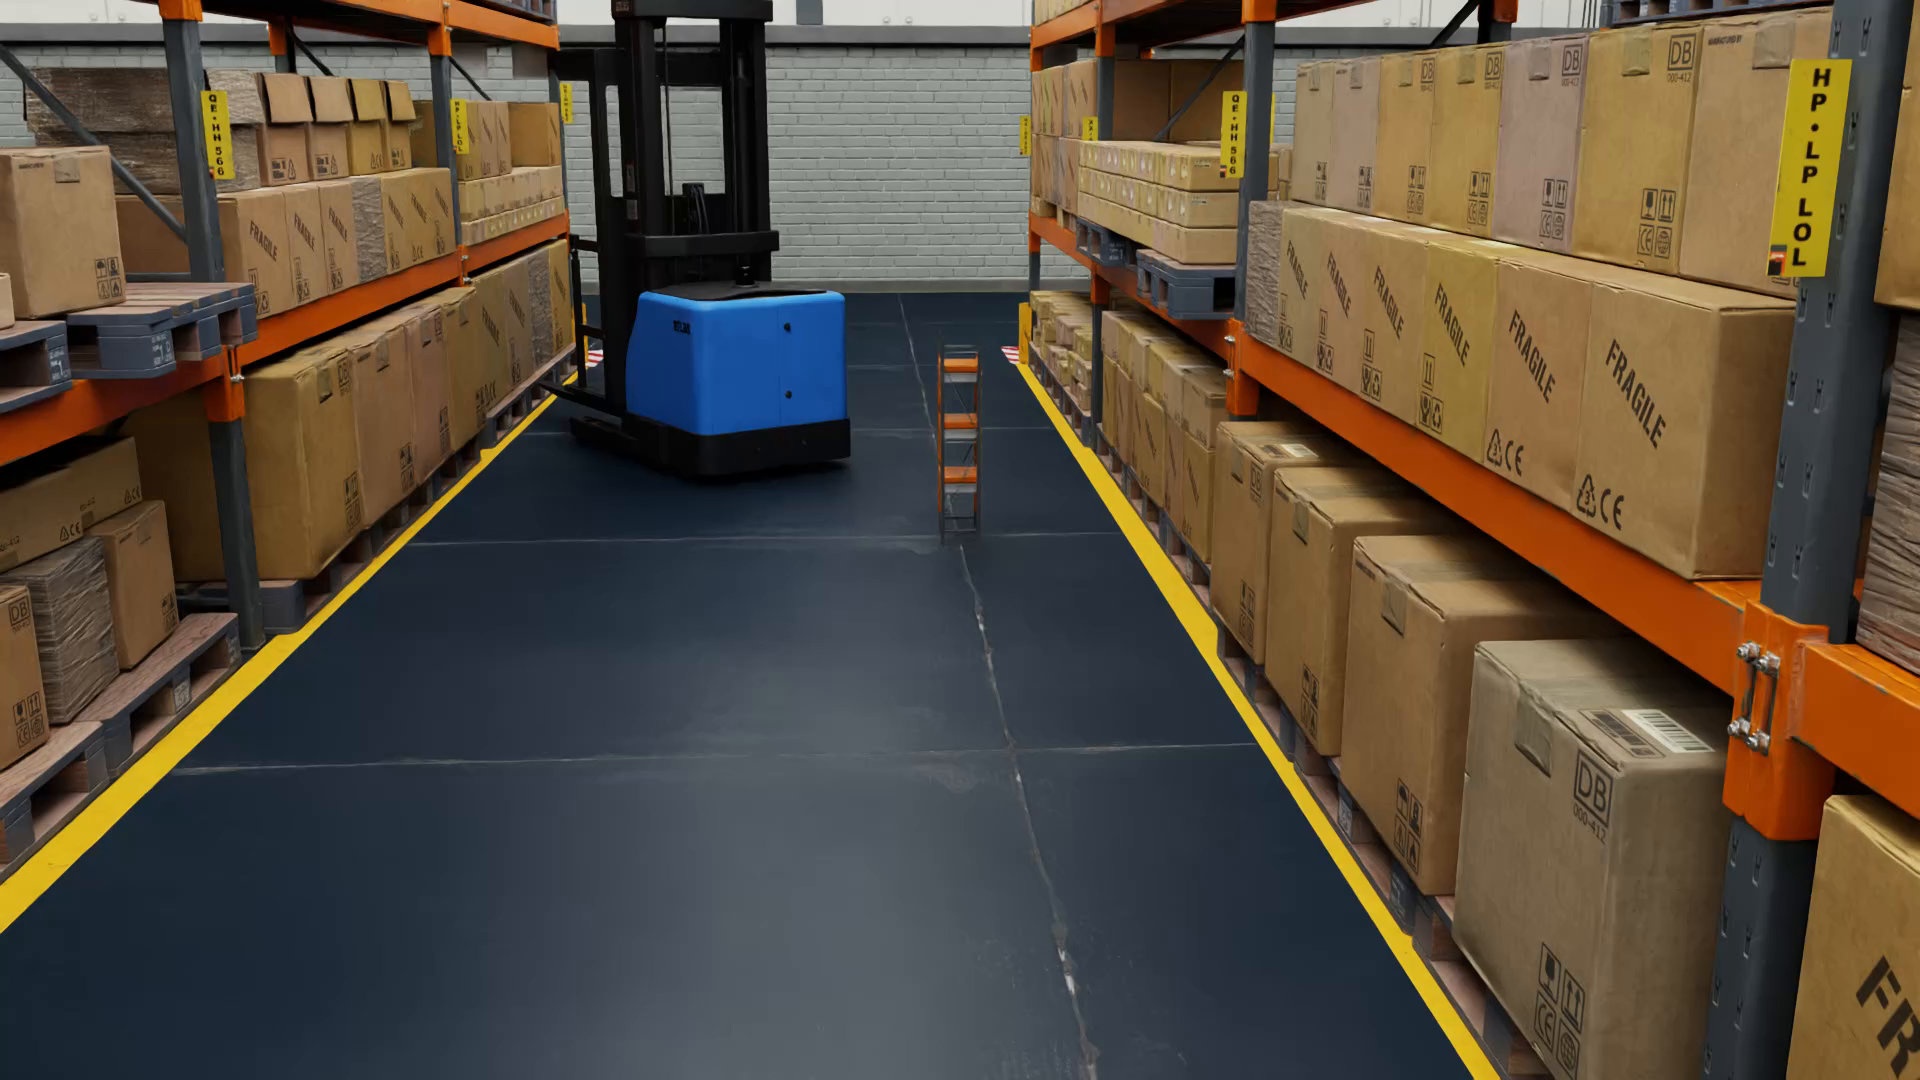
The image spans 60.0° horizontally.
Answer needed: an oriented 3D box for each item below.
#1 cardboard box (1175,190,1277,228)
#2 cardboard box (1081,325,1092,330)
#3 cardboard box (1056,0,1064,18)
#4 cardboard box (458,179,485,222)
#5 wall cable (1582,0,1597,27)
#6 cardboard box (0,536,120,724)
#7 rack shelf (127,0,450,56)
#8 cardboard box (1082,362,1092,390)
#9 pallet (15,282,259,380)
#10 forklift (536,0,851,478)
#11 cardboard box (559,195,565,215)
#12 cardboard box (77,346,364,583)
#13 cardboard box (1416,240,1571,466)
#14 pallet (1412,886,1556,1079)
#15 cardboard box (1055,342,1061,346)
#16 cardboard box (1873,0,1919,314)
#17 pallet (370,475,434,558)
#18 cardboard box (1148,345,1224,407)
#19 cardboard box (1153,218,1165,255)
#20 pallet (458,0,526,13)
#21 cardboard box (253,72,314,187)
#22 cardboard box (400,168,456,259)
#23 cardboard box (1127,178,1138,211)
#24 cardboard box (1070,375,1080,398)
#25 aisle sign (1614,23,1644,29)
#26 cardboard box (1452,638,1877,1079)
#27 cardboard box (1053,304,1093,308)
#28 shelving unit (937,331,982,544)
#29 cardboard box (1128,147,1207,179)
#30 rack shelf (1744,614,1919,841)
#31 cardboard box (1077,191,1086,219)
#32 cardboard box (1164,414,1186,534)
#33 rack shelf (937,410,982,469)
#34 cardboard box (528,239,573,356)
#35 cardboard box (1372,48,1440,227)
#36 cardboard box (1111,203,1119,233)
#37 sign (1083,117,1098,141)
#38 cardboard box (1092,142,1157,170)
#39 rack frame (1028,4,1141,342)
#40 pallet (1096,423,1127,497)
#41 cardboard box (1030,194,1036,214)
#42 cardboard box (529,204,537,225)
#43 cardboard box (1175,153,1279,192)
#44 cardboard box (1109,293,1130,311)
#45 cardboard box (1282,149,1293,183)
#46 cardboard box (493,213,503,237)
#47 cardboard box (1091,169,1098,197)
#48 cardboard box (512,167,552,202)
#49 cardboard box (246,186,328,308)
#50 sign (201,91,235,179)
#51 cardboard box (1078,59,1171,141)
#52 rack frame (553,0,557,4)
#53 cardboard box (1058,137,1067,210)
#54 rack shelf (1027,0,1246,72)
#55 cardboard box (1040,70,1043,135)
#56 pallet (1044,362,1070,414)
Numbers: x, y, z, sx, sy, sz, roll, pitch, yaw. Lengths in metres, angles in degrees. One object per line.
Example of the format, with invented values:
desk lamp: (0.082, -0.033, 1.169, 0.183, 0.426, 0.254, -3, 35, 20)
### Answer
cardboard box: (1.115, -1.394, 6.989, 0.380, 0.149, 0.250, -1, 14, -2)
cardboard box: (1.054, -1.433, 11.761, 0.380, 0.149, 0.250, 0, 14, -2)
cardboard box: (0.971, -3.919, 12.019, 0.500, 0.250, 0.500, -1, 14, -4)
cardboard box: (-3.373, -2.188, 10.715, 0.500, 0.250, 0.500, -1, 14, -4)
wall cable: (8.938, -7.522, 19.627, 2.988, 3.039, 0.133, -1, 14, -3)
cardboard box: (-3.248, 0.301, 5.472, 0.700, 0.500, 0.500, -2, 15, -8)
rack shelf: (-3.481, -2.603, 8.046, 1.077, 0.370, 4.000, -1, 14, -3)
cardboard box: (1.015, -1.087, 11.015, 0.380, 0.149, 0.250, -1, 14, -2)
pallet: (-3.207, -0.732, 5.738, 1.213, 0.211, 1.003, -1, 14, -3)
forklift: (-1.940, -2.097, 10.793, 1.130, 2.935, 3.031, -10, 18, -34)
cardboard box: (-3.502, -2.785, 13.837, 0.380, 0.149, 0.250, -1, 14, -2)
cardboard box: (-3.379, -0.347, 7.278, 1.225, 0.875, 0.875, -2, 15, -6)
cardboard box: (1.486, -0.483, 4.183, 0.500, 0.500, 0.500, -1, 14, -3)
pallet: (1.725, 1.102, 3.819, 1.003, 0.211, 1.213, -1, 14, -3)
cardboard box: (0.955, -1.477, 13.125, 0.380, 0.149, 0.250, -1, 14, -3)
cardboard box: (1.836, -0.561, 2.219, 0.875, 0.550, 0.550, -1, 14, -3)
pallet: (-3.403, -0.150, 8.687, 1.003, 0.211, 1.213, -1, 14, -3)
cardboard box: (1.238, -0.826, 8.388, 0.500, 0.250, 0.500, -1, 14, -2)
cardboard box: (1.080, -1.375, 7.514, 0.380, 0.149, 0.250, -1, 14, -2)
pallet: (-3.718, -3.912, 11.869, 1.003, 0.211, 1.213, -1, 14, -3)
cardboard box: (-3.424, -1.879, 7.597, 0.797, 0.503, 0.637, -1, 14, -2)
cardboard box: (-3.303, -1.932, 9.815, 0.500, 0.500, 0.500, -1, 14, -3)
cardboard box: (1.033, -1.715, 8.236, 0.380, 0.149, 0.250, -1, 14, -2)
cardboard box: (0.974, -1.093, 11.633, 0.380, 0.149, 0.250, -1, 14, -5)
aisle sign: (5.744, -4.416, 14.453, 0.394, 0.787, 0.004, -1, 14, -3)
cardboard box: (1.719, 0.676, 3.553, 1.050, 0.750, 0.750, -1, 14, -4)
cardboard box: (0.928, -1.756, 13.018, 0.380, 0.149, 0.250, 0, 14, -1)
shelving unit: (-0.003, -0.522, 8.447, 0.215, 1.050, 0.252, -1, 14, -3)
cardboard box: (1.034, -1.859, 8.198, 0.380, 0.149, 0.250, 0, 14, -1)
rack shelf: (1.971, 0.788, 0.887, 1.077, 0.370, 4.000, -1, 14, -3)
cardboard box: (0.917, -2.024, 10.034, 0.380, 0.149, 0.250, -2, 15, -6)
cardboard box: (1.270, -0.334, 7.979, 0.500, 0.500, 0.500, 0, 14, -1)
rack shelf: (-0.003, -0.511, 8.450, 0.215, 0.259, 0.240, -1, 14, -3)
cardboard box: (-3.733, -2.007, 13.728, 0.875, 0.875, 0.875, -1, 14, -3)
cardboard box: (1.684, -1.220, 5.041, 0.700, 0.500, 0.500, -1, 14, -4)
cardboard box: (1.003, -1.699, 8.772, 0.380, 0.149, 0.250, -1, 14, -4)
sign: (0.811, -2.456, 10.315, 0.100, 0.325, 0.005, -1, 14, -3)
cardboard box: (0.954, -2.179, 9.443, 0.380, 0.149, 0.250, -1, 14, -3)
rack frame: (1.104, -3.042, 14.330, 1.000, 3.000, 0.127, -1, 14, -3)
pallet: (1.402, -0.503, 10.058, 1.003, 0.211, 1.213, -1, 14, -3)
cardboard box: (0.797, -2.835, 14.028, 0.380, 0.149, 0.250, -1, 14, -4)
cardboard box: (-3.421, -2.467, 12.599, 0.380, 0.149, 0.250, -1, 14, -3)
cardboard box: (1.112, -1.537, 6.948, 0.380, 0.149, 0.250, -1, 15, -6)
cardboard box: (1.348, -1.962, 13.816, 0.380, 0.149, 0.250, -1, 14, -2)
cardboard box: (1.719, -1.734, 7.713, 0.380, 0.149, 0.250, -1, 15, -6)
cardboard box: (-3.342, -2.149, 11.363, 0.380, 0.149, 0.250, -1, 14, -5)
cardboard box: (0.952, -2.039, 9.497, 0.380, 0.149, 0.250, -1, 14, -2)
cardboard box: (-3.527, -2.819, 13.169, 0.500, 0.250, 0.500, -1, 14, -4)
cardboard box: (-3.150, -1.303, 7.369, 0.500, 0.500, 0.500, -1, 14, -5)
sign: (-2.816, -1.534, 6.304, 0.100, 0.325, 0.005, -1, 14, -3)
cardboard box: (1.053, -2.837, 10.727, 0.500, 0.500, 0.500, -1, 14, -5)
rack frame: (-3.853, -5.896, 13.382, 1.000, 3.000, 0.127, -1, 14, -3)
cardboard box: (0.979, -2.608, 11.847, 0.500, 0.500, 0.500, -1, 14, -4)
rack shelf: (1.228, -3.649, 12.112, 1.077, 0.370, 4.000, -1, 14, -3)
cardboard box: (0.905, -3.478, 13.218, 0.500, 0.500, 0.500, 0, 14, -2)
pallet: (1.196, -1.167, 12.640, 1.003, 0.211, 1.213, -1, 14, -3)
